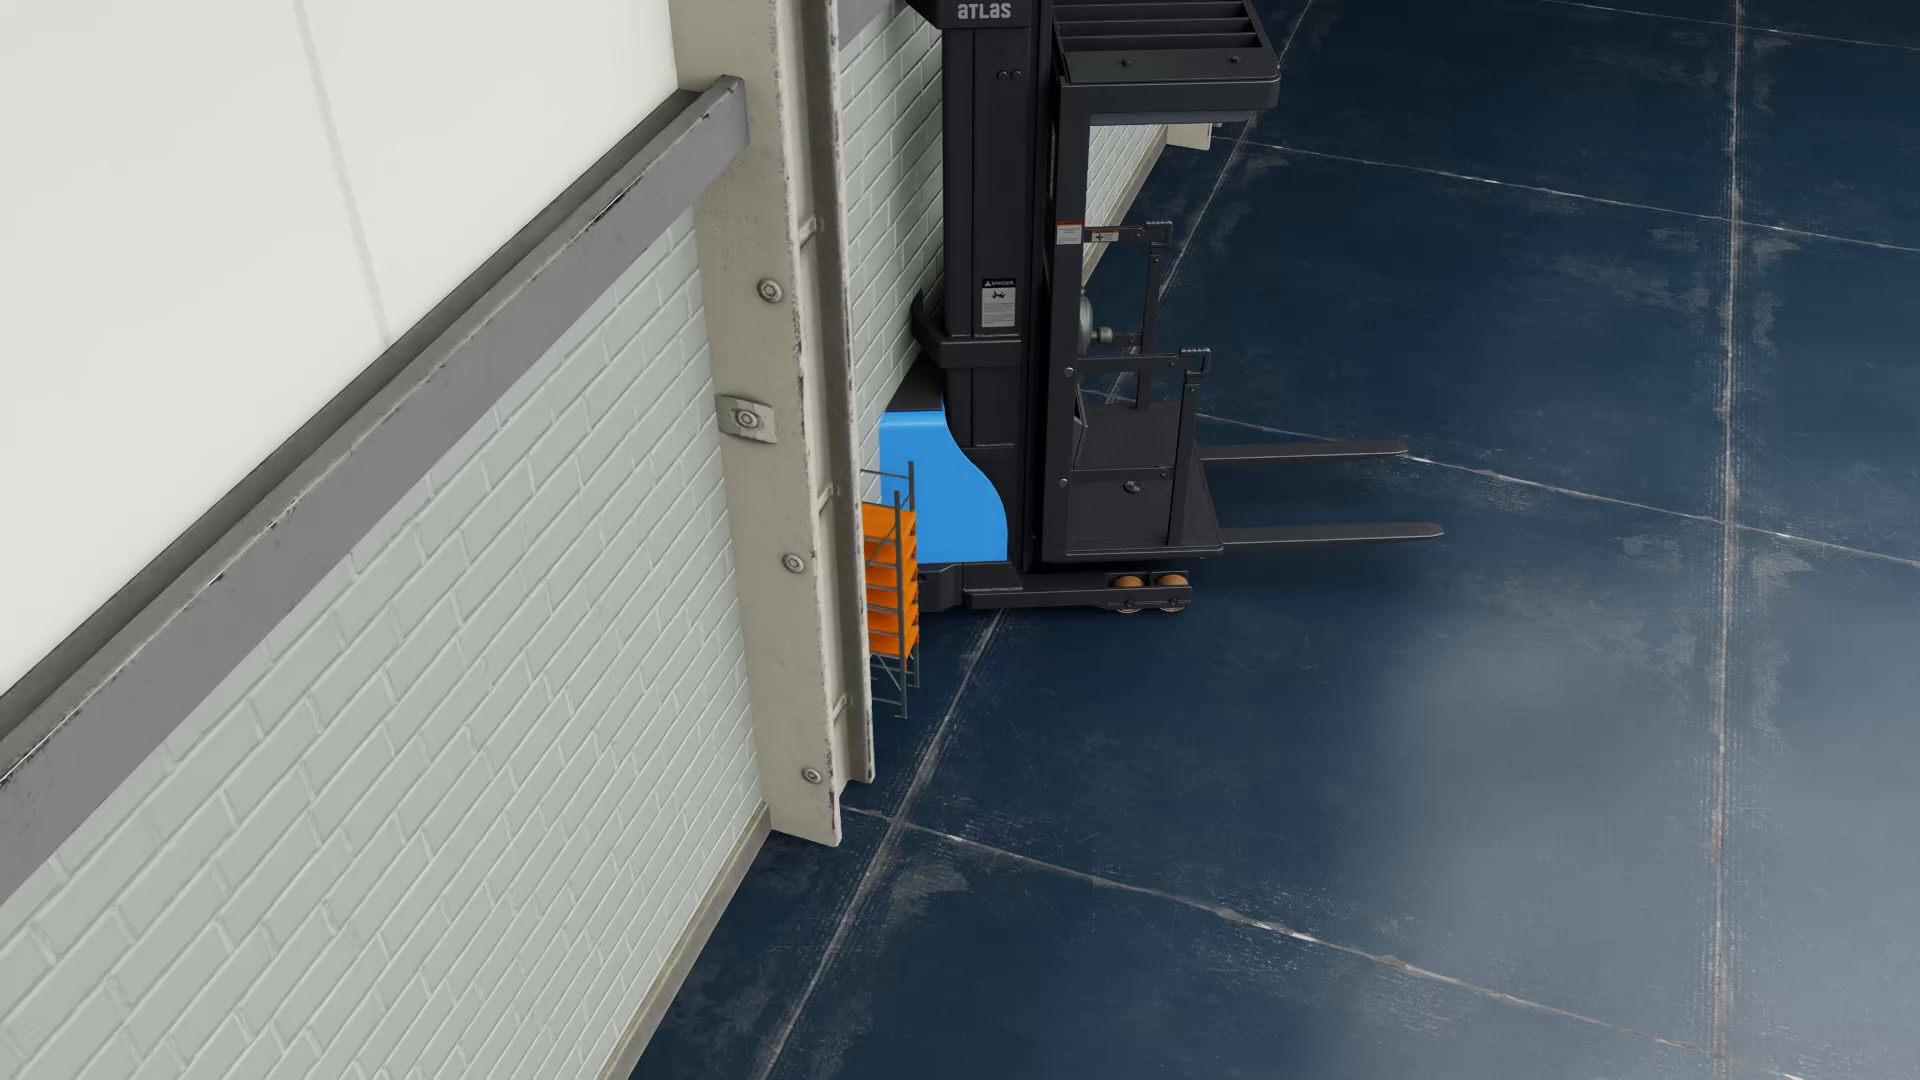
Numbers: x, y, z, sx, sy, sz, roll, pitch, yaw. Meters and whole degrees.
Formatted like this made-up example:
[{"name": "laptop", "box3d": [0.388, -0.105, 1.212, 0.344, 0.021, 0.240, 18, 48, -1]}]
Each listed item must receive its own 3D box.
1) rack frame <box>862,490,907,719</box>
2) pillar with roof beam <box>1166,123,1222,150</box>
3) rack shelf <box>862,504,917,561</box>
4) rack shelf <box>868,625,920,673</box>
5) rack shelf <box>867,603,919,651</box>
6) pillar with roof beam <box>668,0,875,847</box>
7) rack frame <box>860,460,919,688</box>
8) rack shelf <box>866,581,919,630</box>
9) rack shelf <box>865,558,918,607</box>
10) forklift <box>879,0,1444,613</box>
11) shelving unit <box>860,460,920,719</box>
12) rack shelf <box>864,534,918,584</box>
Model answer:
[{"name": "rack frame", "box3d": [-0.336, 0.259, 6.476, 0.240, 1.200, 0.006, 10, 41, 11]}, {"name": "pillar with roof beam", "box3d": [5.550, -5.111, 6.761, 9.100, 9.000, 0.400, 13, 42, 15]}, {"name": "rack shelf", "box3d": [-0.312, -0.038, 6.338, 0.258, 0.103, 0.180, 10, 41, 11]}, {"name": "rack shelf", "box3d": [-0.312, 0.418, 6.728, 0.258, 0.103, 0.180, 10, 41, 11]}, {"name": "rack shelf", "box3d": [-0.312, 0.327, 6.650, 0.258, 0.103, 0.180, 10, 41, 11]}, {"name": "pillar with roof beam", "box3d": [3.498, -1.452, 2.472, 9.100, 9.000, 0.400, 13, 42, 15]}, {"name": "rack frame", "box3d": [-0.288, 0.144, 6.610, 0.240, 1.200, 0.006, 10, 41, 11]}, {"name": "rack shelf", "box3d": [-0.312, 0.235, 6.572, 0.258, 0.103, 0.180, 10, 41, 11]}, {"name": "rack shelf", "box3d": [-0.312, 0.144, 6.494, 0.258, 0.103, 0.180, 10, 41, 11]}, {"name": "forklift", "box3d": [0.626, -1.137, 6.778, 3.031, 2.935, 1.130, -2, 41, -2]}, {"name": "shelving unit", "box3d": [-0.312, 0.202, 6.543, 0.258, 1.200, 0.189, 10, 41, 11]}, {"name": "rack shelf", "box3d": [-0.312, 0.053, 6.416, 0.258, 0.103, 0.180, 10, 41, 11]}]
